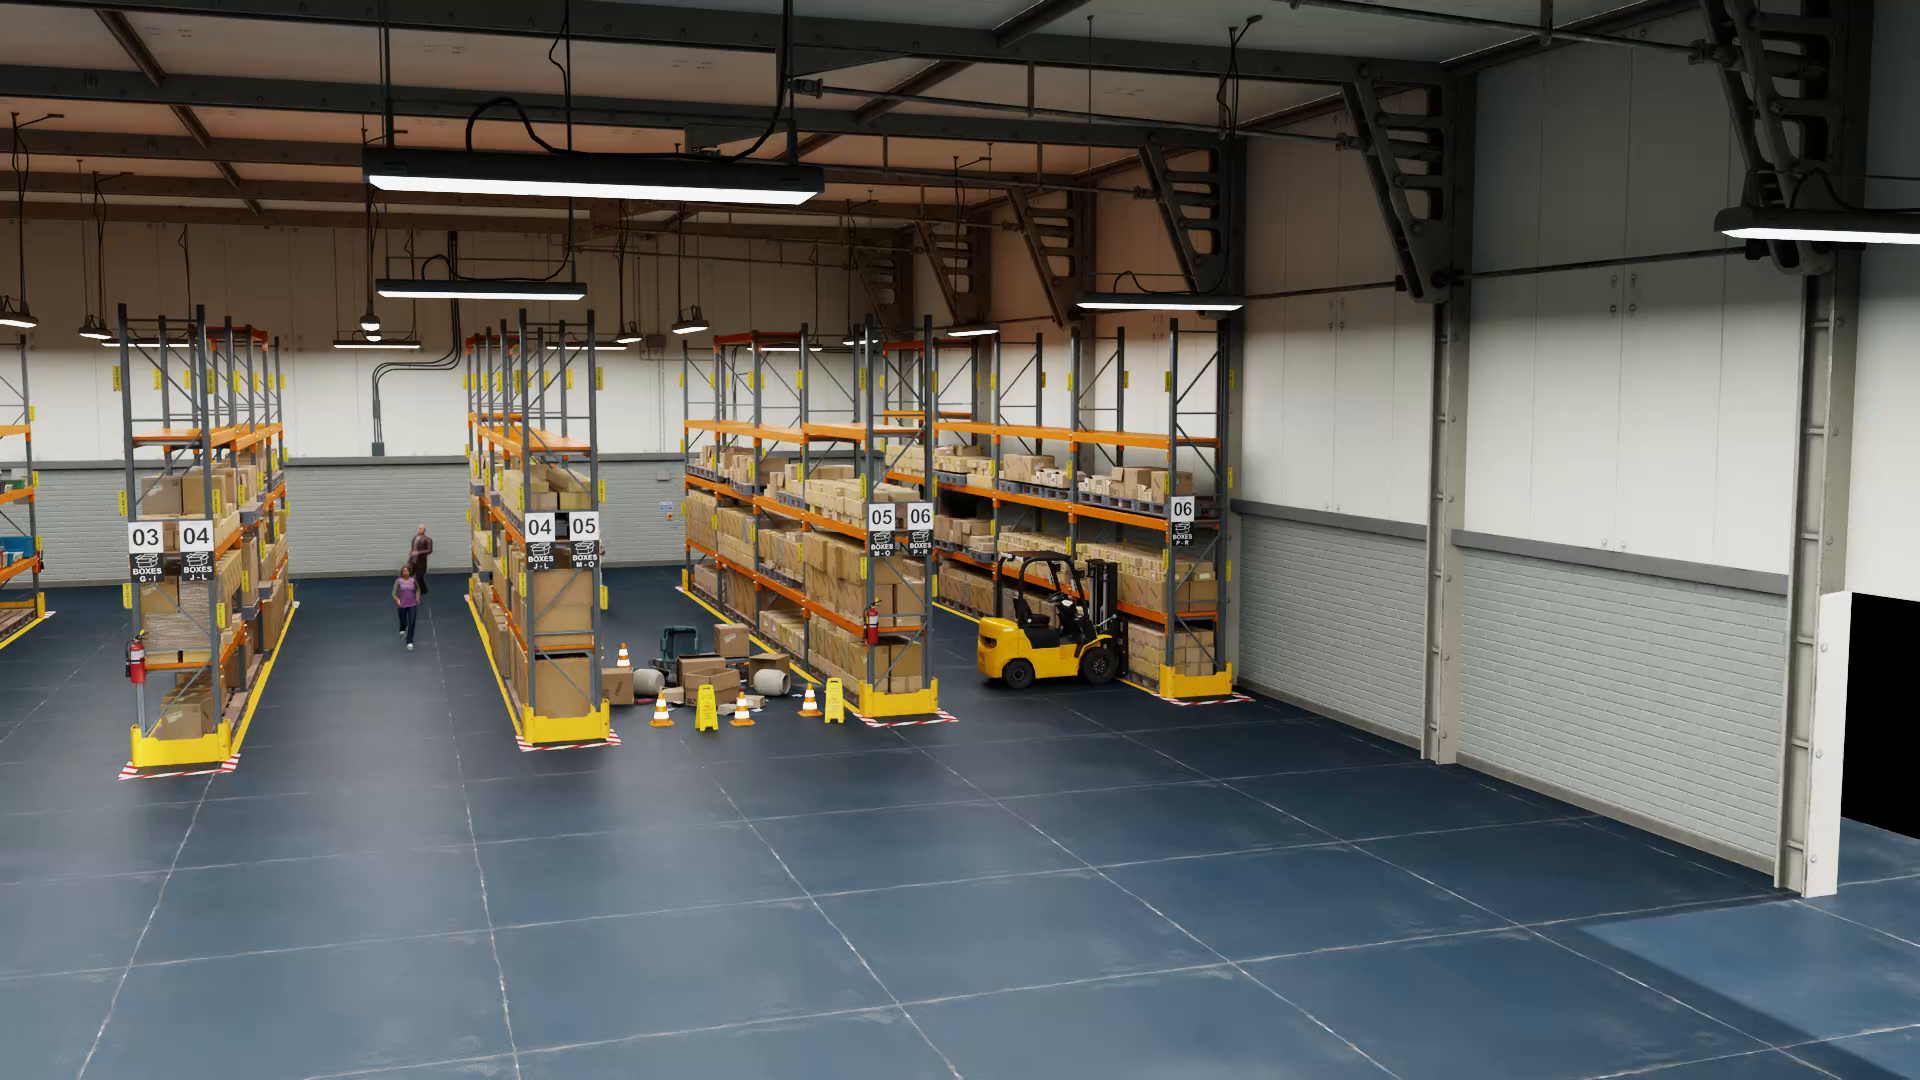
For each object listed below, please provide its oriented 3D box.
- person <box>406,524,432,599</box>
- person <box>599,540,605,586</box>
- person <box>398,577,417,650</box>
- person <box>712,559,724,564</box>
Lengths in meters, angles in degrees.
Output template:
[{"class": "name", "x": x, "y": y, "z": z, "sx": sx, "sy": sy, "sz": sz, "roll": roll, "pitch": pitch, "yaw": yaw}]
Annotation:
[{"class": "person", "x": -12.300, "y": 0.529, "z": 37.782, "sx": 0.707, "sy": 1.771, "sz": 0.974, "roll": 2, "pitch": 6, "yaw": 17}, {"class": "person", "x": -8.229, "y": 0.574, "z": 37.108, "sx": 0.662, "sy": 1.766, "sz": 0.993, "roll": -3, "pitch": 6, "yaw": -27}, {"class": "person", "x": -10.422, "y": 1.372, "z": 31.336, "sx": 0.346, "sy": 1.353, "sz": 0.723, "roll": -3, "pitch": 6, "yaw": -27}, {"class": "person", "x": -5.917, "y": 0.286, "z": 41.315, "sx": 0.803, "sy": 1.593, "sz": 0.633, "roll": 1, "pitch": 6, "yaw": 15}]
